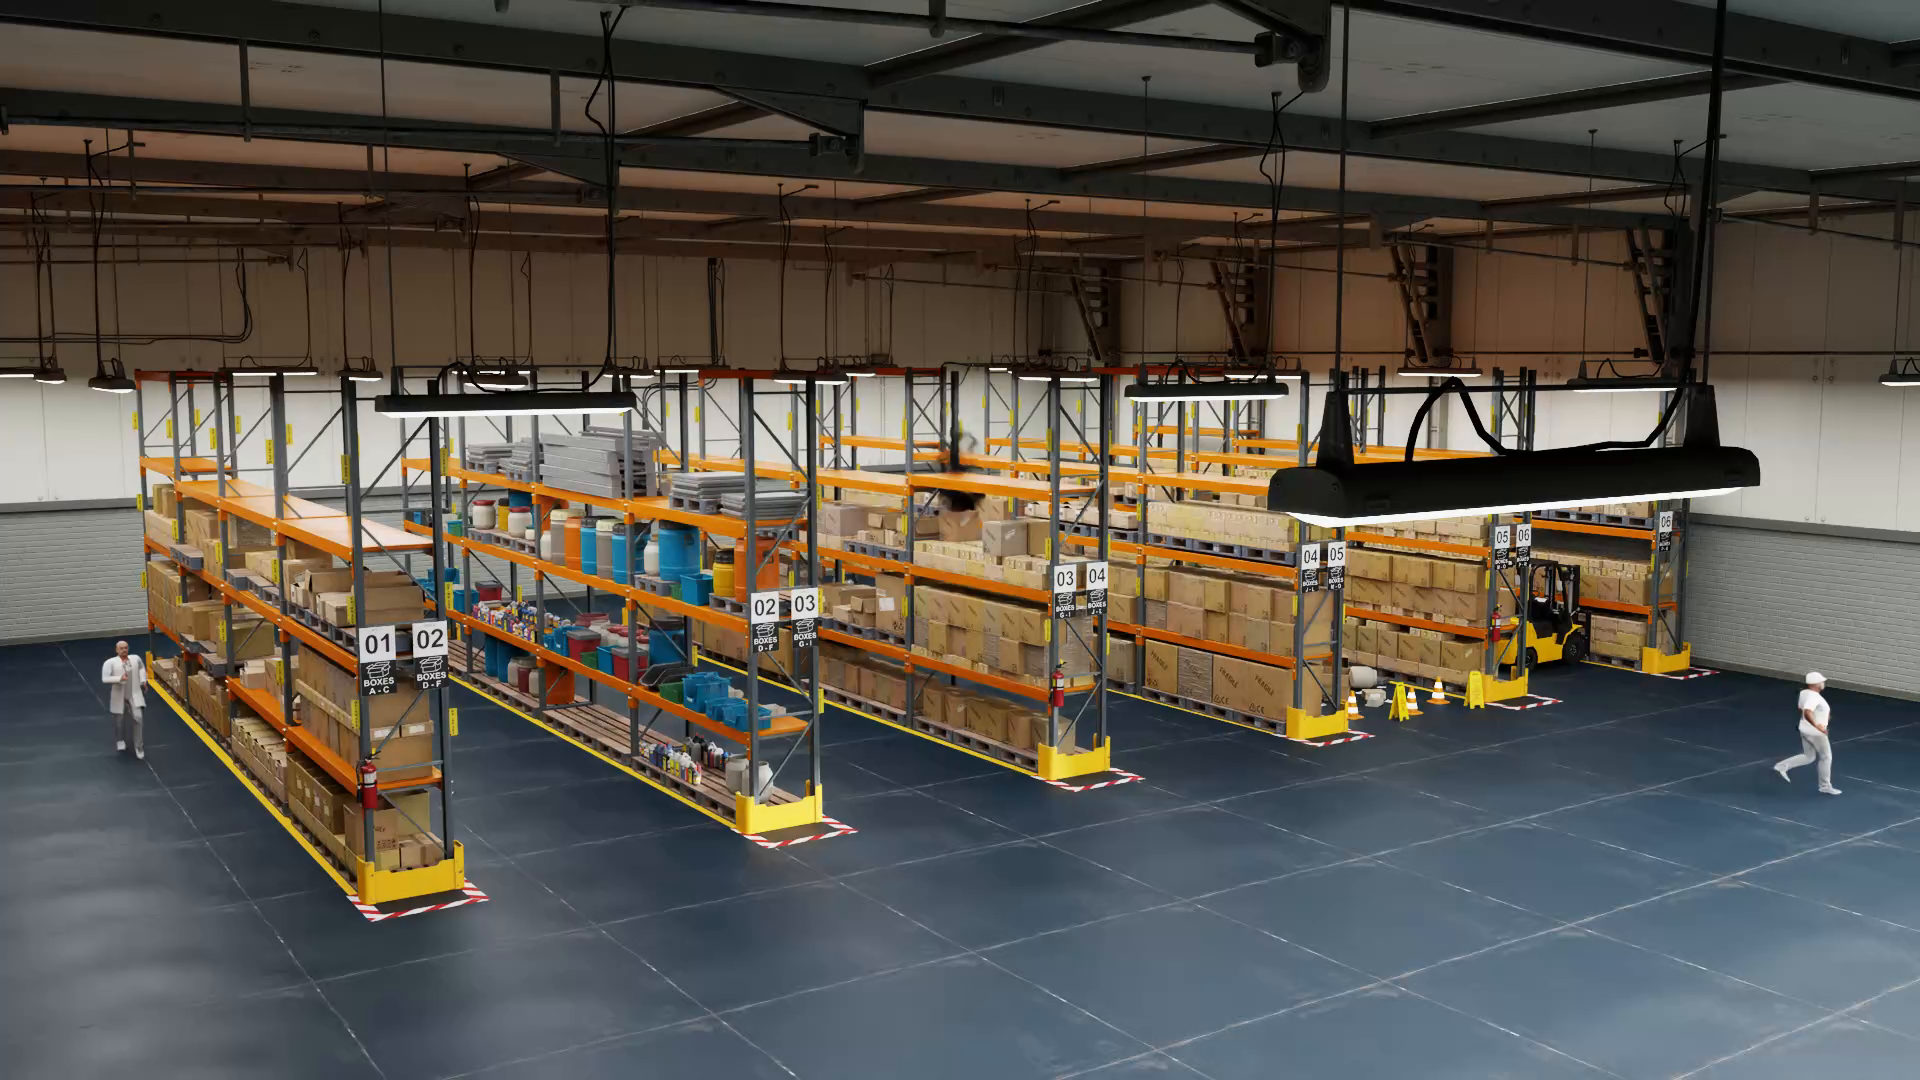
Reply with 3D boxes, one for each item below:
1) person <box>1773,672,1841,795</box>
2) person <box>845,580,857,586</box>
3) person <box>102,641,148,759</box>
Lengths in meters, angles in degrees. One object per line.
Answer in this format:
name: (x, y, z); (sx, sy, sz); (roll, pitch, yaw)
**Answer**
person: (12.225, 2.773, 23.894); (0.924, 1.768, 0.699); (1, 6, 6)
person: (-2.259, 1.652, 34.234); (0.568, 1.678, 0.672); (-6, 9, -42)
person: (-13.128, 2.495, 26.169); (0.677, 1.846, 0.866); (-5, 8, -37)
